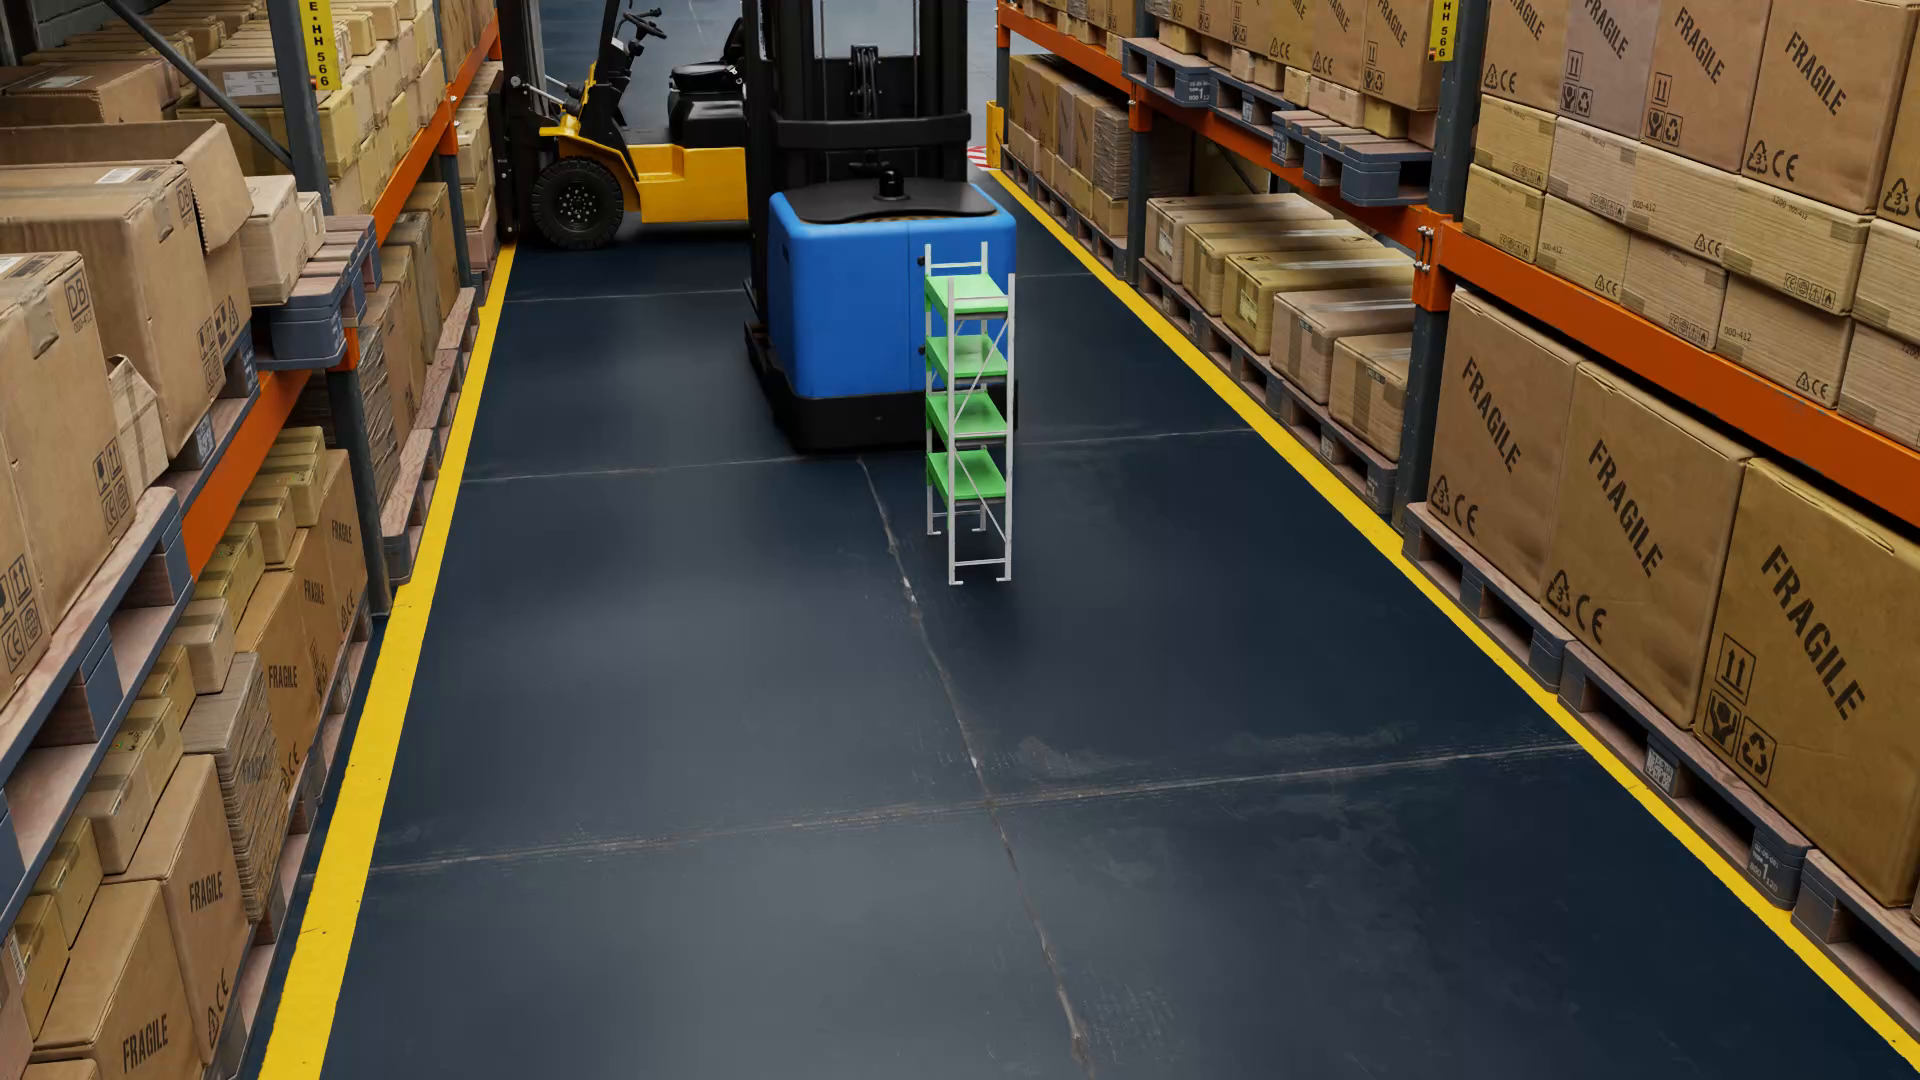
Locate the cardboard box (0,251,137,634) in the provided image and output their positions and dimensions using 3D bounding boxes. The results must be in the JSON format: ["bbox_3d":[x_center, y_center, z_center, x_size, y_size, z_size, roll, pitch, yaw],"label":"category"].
[{"bbox_3d":[-1.820,-0.150,2.696,0.700,0.500,0.500,-4,24,-9],"label":"cardboard box"}]

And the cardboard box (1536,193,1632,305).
[{"bbox_3d":[2.239,-0.963,5.394,0.500,0.250,0.500,-5,24,-11],"label":"cardboard box"}]

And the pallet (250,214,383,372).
[{"bbox_3d":[-2.400,-0.725,4.902,1.213,0.211,1.003,-4,24,-10],"label":"pallet"}]

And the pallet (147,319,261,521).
[{"bbox_3d":[-2.230,-0.222,3.750,1.003,0.211,1.213,-4,24,-10],"label":"pallet"}]

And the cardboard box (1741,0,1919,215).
[{"bbox_3d":[2.406,-1.138,4.233,0.500,0.500,0.500,-4,24,-9],"label":"cardboard box"}]

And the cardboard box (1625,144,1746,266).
[{"bbox_3d":[2.309,-0.986,4.822,0.500,0.250,0.500,-4,24,-10],"label":"cardboard box"}]

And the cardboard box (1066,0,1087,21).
[{"bbox_3d":[1.014,-3.761,11.117,0.500,0.500,0.500,-4,24,-8],"label":"cardboard box"}]

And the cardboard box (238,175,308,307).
[{"bbox_3d":[-2.081,-0.807,4.513,0.500,0.250,0.500,-5,24,-12],"label":"cardboard box"}]

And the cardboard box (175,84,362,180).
[{"bbox_3d":[-2.412,-1.429,5.838,0.500,0.250,0.500,-4,24,-10],"label":"cardboard box"}]

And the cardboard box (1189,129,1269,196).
[{"bbox_3d":[1.700,-2.545,10.803,0.500,0.500,0.500,-3,24,-7],"label":"cardboard box"}]

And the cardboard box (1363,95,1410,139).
[{"bbox_3d":[1.870,-1.732,6.758,0.380,0.149,0.250,-4,24,-9],"label":"cardboard box"}]

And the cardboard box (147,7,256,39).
[{"bbox_3d":[-3.156,-2.133,6.951,0.380,0.149,0.250,-4,24,-8],"label":"cardboard box"}]

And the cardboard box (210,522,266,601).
[{"bbox_3d":[-2.164,0.076,4.616,0.380,0.149,0.250,-4,24,-8],"label":"cardboard box"}]

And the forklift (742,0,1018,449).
[{"bbox_3d":[-0.560,-2.317,8.394,1.130,2.935,3.031,-5,24,-12],"label":"forklift"}]

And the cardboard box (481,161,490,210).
[{"bbox_3d":[-3.215,-2.220,10.372,0.500,0.250,0.500,-4,24,-10],"label":"cardboard box"}]

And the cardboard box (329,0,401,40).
[{"bbox_3d":[-2.662,-2.274,7.274,0.380,0.149,0.250,-5,24,-11],"label":"cardboard box"}]

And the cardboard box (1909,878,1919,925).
[{"bbox_3d":[2.829,0.673,3.591,0.875,0.875,0.875,-4,24,-8],"label":"cardboard box"}]

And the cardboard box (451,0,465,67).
[{"bbox_3d":[-3.272,-3.091,9.955,0.500,0.500,0.500,-4,24,-9],"label":"cardboard box"}]

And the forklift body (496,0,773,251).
[{"bbox_3d":[-1.930,-3.221,11.439,2.313,2.155,1.214,-4,24,-10],"label":"forklift body"}]

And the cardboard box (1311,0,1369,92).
[{"bbox_3d":[1.819,-2.179,6.969,0.500,0.500,0.500,-5,24,-11],"label":"cardboard box"}]

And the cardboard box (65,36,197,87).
[{"bbox_3d":[-3.000,-1.732,6.032,0.380,0.149,0.250,-4,24,-10],"label":"cardboard box"}]

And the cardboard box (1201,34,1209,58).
[{"bbox_3d":[1.500,-2.649,8.856,0.380,0.149,0.250,-3,24,-6],"label":"cardboard box"}]

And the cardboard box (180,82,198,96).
[{"bbox_3d":[-3.047,-1.592,6.210,0.500,0.250,0.500,-4,24,-9],"label":"cardboard box"}]

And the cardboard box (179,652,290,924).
[{"bbox_3d":[-2.009,0.635,4.146,0.500,0.500,0.500,-5,24,-12],"label":"cardboard box"}]

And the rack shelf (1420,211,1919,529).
[{"bbox_3d":[2.653,-0.327,4.650,1.077,0.370,4.000,-4,24,-10],"label":"rack shelf"}]

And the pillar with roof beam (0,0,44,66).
[{"bbox_3d":[0.510,-4.588,6.013,9.100,9.000,0.400,-4,24,-10],"label":"pillar with roof beam"}]

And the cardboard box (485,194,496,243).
[{"bbox_3d":[-3.207,-1.994,10.478,0.500,0.250,0.500,-5,24,-11],"label":"cardboard box"}]

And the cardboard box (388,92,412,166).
[{"bbox_3d":[-2.721,-1.803,7.318,0.500,0.250,0.500,-4,24,-8],"label":"cardboard box"}]

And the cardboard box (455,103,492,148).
[{"bbox_3d":[-3.303,-2.649,10.728,0.500,0.250,0.500,-3,24,-8],"label":"cardboard box"}]

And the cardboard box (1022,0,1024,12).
[{"bbox_3d":[0.693,-4.117,12.744,0.380,0.149,0.250,-5,24,-11],"label":"cardboard box"}]

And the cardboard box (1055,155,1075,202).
[{"bbox_3d":[0.972,-2.571,11.799,0.500,0.250,0.500,-4,24,-9],"label":"cardboard box"}]

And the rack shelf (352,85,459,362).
[{"bbox_3d":[-2.964,-1.532,7.408,1.077,0.370,4.000,-4,24,-10],"label":"rack shelf"}]

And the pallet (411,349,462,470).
[{"bbox_3d":[-2.930,-0.602,7.865,1.003,0.211,1.213,-4,24,-10],"label":"pallet"}]

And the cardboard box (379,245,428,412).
[{"bbox_3d":[-2.950,-0.946,7.611,0.875,0.625,0.625,-5,24,-12],"label":"cardboard box"}]

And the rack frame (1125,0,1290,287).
[{"bbox_3d":[1.543,-3.017,9.909,1.000,3.000,0.127,-4,24,-10],"label":"rack frame"}]

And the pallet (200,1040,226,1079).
[{"bbox_3d":[-2.042,1.460,3.144,1.003,0.211,1.213,-4,24,-10],"label":"pallet"}]

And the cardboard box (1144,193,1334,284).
[{"bbox_3d":[1.643,-1.799,9.879,0.950,0.372,0.625,-4,24,-9],"label":"cardboard box"}]

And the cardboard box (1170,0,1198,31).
[{"bbox_3d":[1.441,-2.989,8.824,0.500,0.500,0.500,-4,24,-10],"label":"cardboard box"}]

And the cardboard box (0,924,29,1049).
[{"bbox_3d":[-1.755,0.759,2.681,0.380,0.149,0.250,-5,24,-12],"label":"cardboard box"}]

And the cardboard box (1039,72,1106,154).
[{"bbox_3d":[0.872,-3.116,12.110,0.500,0.500,0.500,-4,24,-9],"label":"cardboard box"}]

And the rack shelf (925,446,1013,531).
[{"bbox_3d":[0.031,-0.206,6.482,0.258,0.148,0.480,-4,24,-10],"label":"rack shelf"}]

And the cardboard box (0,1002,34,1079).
[{"bbox_3d":[-1.787,0.891,2.751,0.380,0.149,0.250,-5,24,-11],"label":"cardboard box"}]

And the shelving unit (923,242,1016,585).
[{"bbox_3d":[0.031,-0.485,6.361,0.258,1.200,0.503,-4,24,-10],"label":"shelving unit"}]

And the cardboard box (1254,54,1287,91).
[{"bbox_3d":[1.627,-2.236,7.911,0.380,0.149,0.250,-5,24,-11],"label":"cardboard box"}]

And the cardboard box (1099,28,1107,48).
[{"bbox_3d":[1.128,-3.310,10.896,0.380,0.149,0.250,-5,24,-10],"label":"cardboard box"}]

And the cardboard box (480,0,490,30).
[{"bbox_3d":[-3.638,-3.888,11.780,0.500,0.500,0.500,-4,24,-8],"label":"cardboard box"}]

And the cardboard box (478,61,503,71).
[{"bbox_3d":[-3.682,-3.454,12.572,0.500,0.250,0.500,-4,24,-8],"label":"cardboard box"}]

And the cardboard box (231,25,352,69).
[{"bbox_3d":[-2.548,-1.871,6.350,0.380,0.149,0.250,-4,24,-9],"label":"cardboard box"}]

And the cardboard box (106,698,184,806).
[{"bbox_3d":[-1.963,0.485,3.680,0.380,0.149,0.250,-3,24,-8],"label":"cardboard box"}]

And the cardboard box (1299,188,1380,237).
[{"bbox_3d":[2.682,-2.395,11.605,0.500,0.500,0.500,13,27,27],"label":"cardboard box"}]

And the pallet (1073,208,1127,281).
[{"bbox_3d":[1.384,-2.000,11.066,1.003,0.211,1.213,-4,24,-10],"label":"pallet"}]

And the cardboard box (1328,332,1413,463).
[{"bbox_3d":[2.188,-0.655,7.259,0.950,0.372,0.625,-6,24,-13],"label":"cardboard box"}]

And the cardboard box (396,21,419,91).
[{"bbox_3d":[-2.801,-2.231,7.673,0.500,0.250,0.500,-4,24,-9],"label":"cardboard box"}]
